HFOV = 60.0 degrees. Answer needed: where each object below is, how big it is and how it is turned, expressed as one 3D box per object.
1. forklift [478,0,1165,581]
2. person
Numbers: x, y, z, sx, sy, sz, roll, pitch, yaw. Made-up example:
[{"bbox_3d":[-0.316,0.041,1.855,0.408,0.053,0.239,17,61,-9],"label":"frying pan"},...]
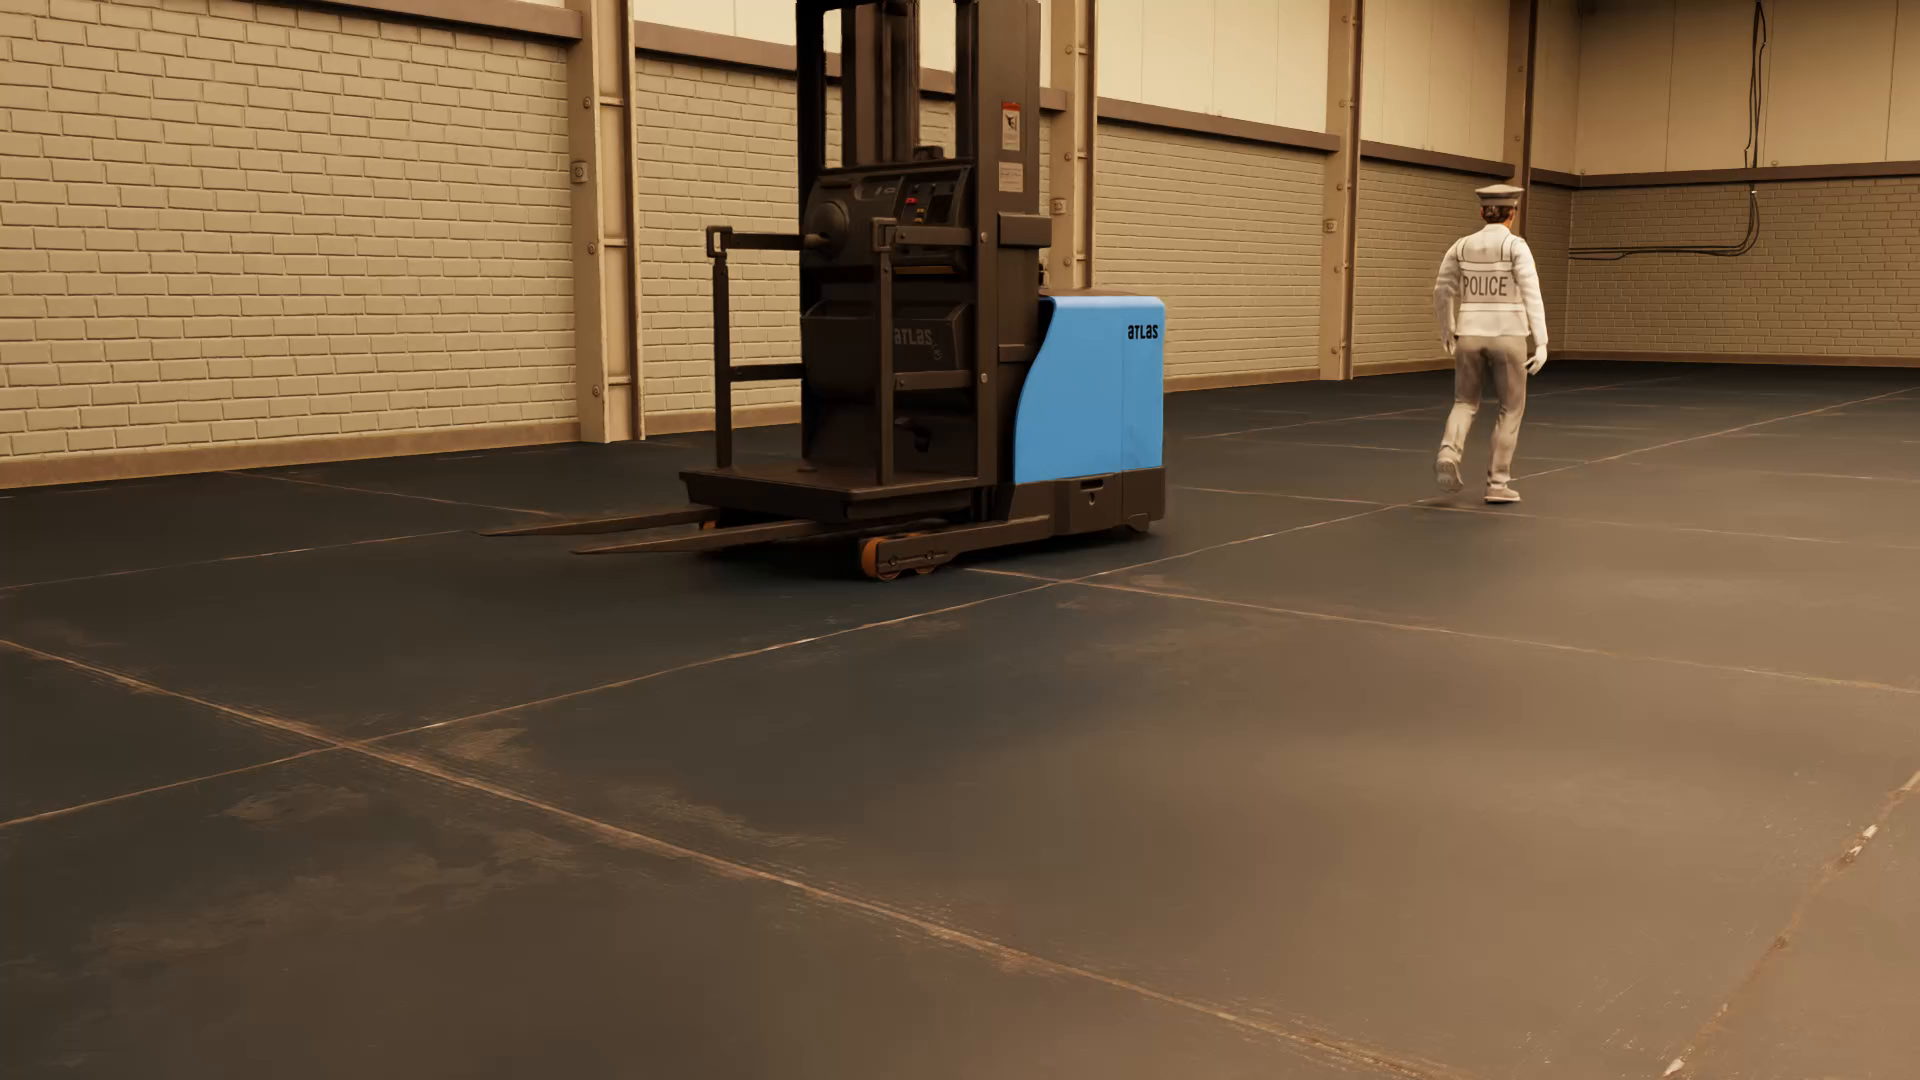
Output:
[{"bbox_3d":[-0.456,-1.378,6.696,1.130,2.935,3.031,8,12,44],"label":"forklift"},{"bbox_3d":[2.746,-1.012,8.652,0.694,1.649,0.502,7,11,40],"label":"person"}]
